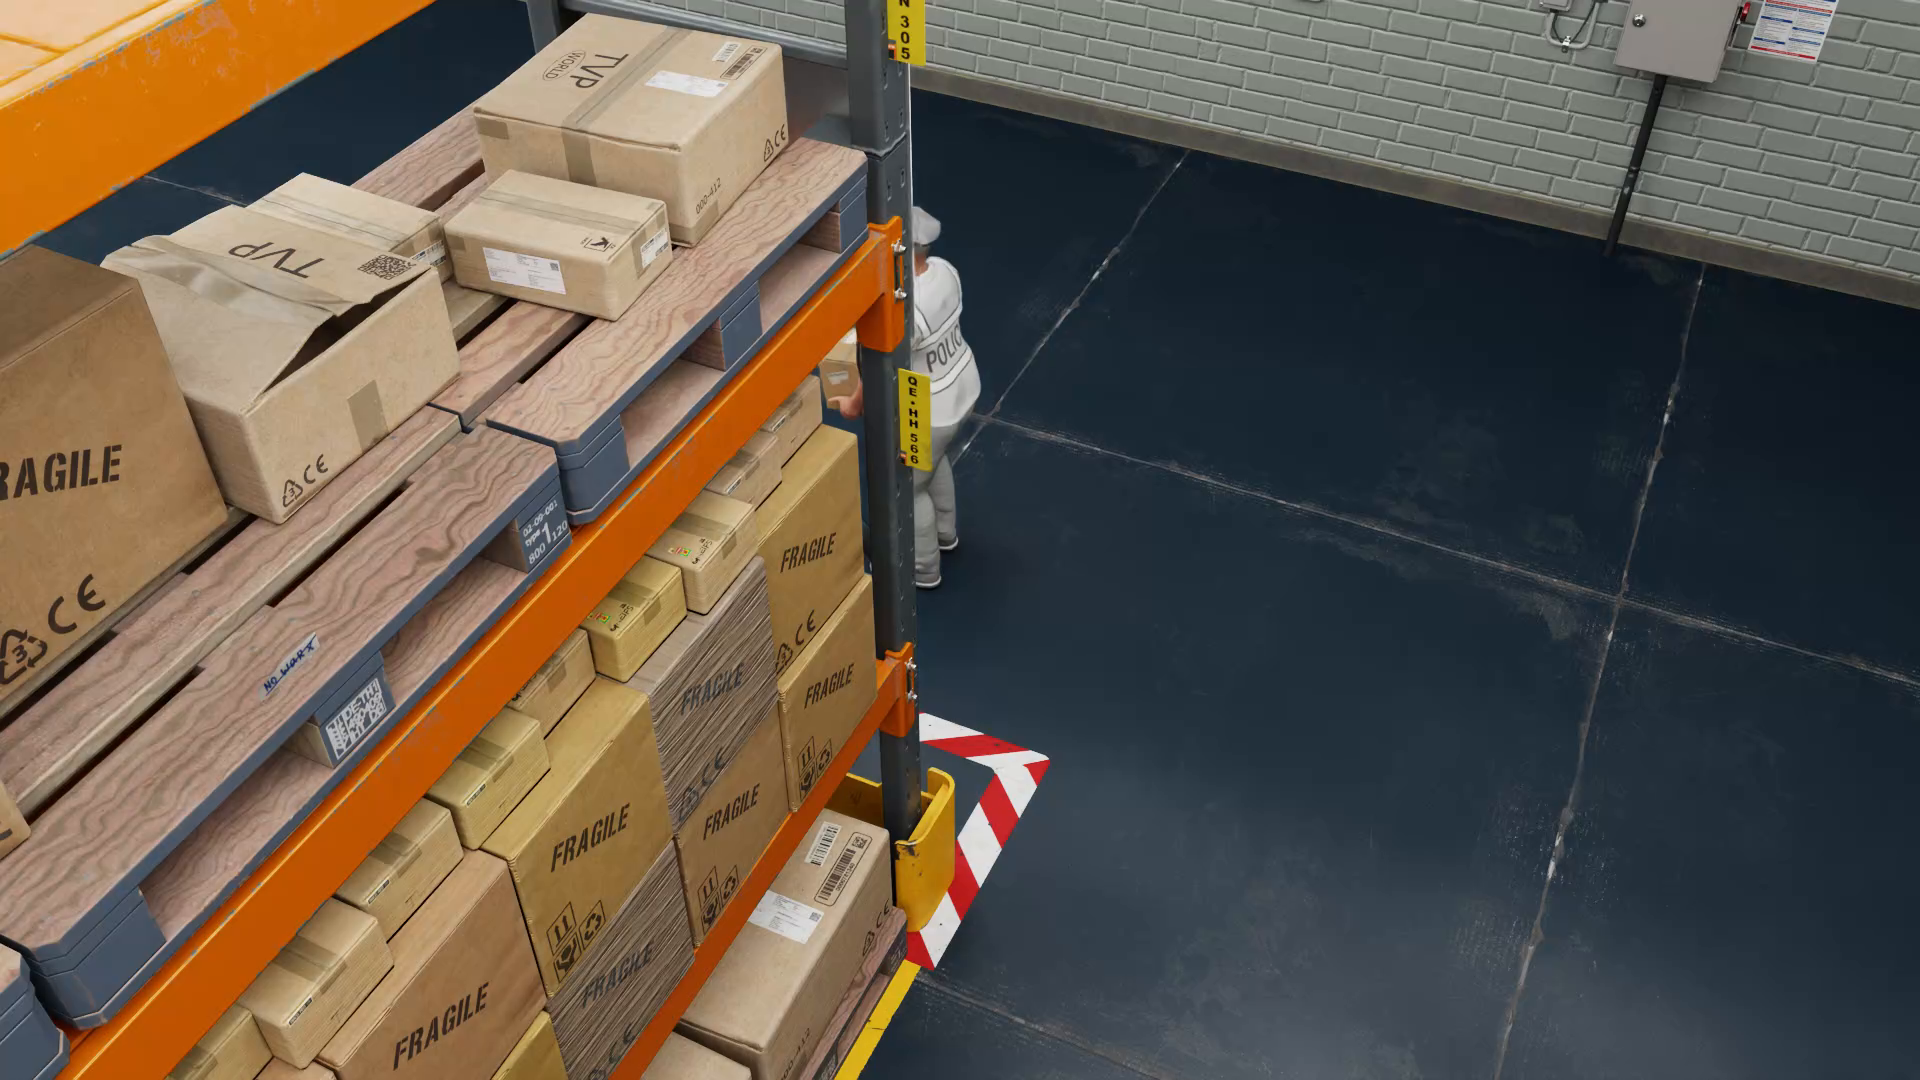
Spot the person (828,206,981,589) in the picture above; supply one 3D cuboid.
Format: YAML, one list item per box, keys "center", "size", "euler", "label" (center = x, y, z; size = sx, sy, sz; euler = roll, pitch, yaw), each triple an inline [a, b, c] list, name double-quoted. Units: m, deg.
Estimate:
- center: [-0.226, -0.576, 6.800]
  size: [0.583, 1.761, 0.488]
  euler: [17, 44, 18]
  label: "person"
